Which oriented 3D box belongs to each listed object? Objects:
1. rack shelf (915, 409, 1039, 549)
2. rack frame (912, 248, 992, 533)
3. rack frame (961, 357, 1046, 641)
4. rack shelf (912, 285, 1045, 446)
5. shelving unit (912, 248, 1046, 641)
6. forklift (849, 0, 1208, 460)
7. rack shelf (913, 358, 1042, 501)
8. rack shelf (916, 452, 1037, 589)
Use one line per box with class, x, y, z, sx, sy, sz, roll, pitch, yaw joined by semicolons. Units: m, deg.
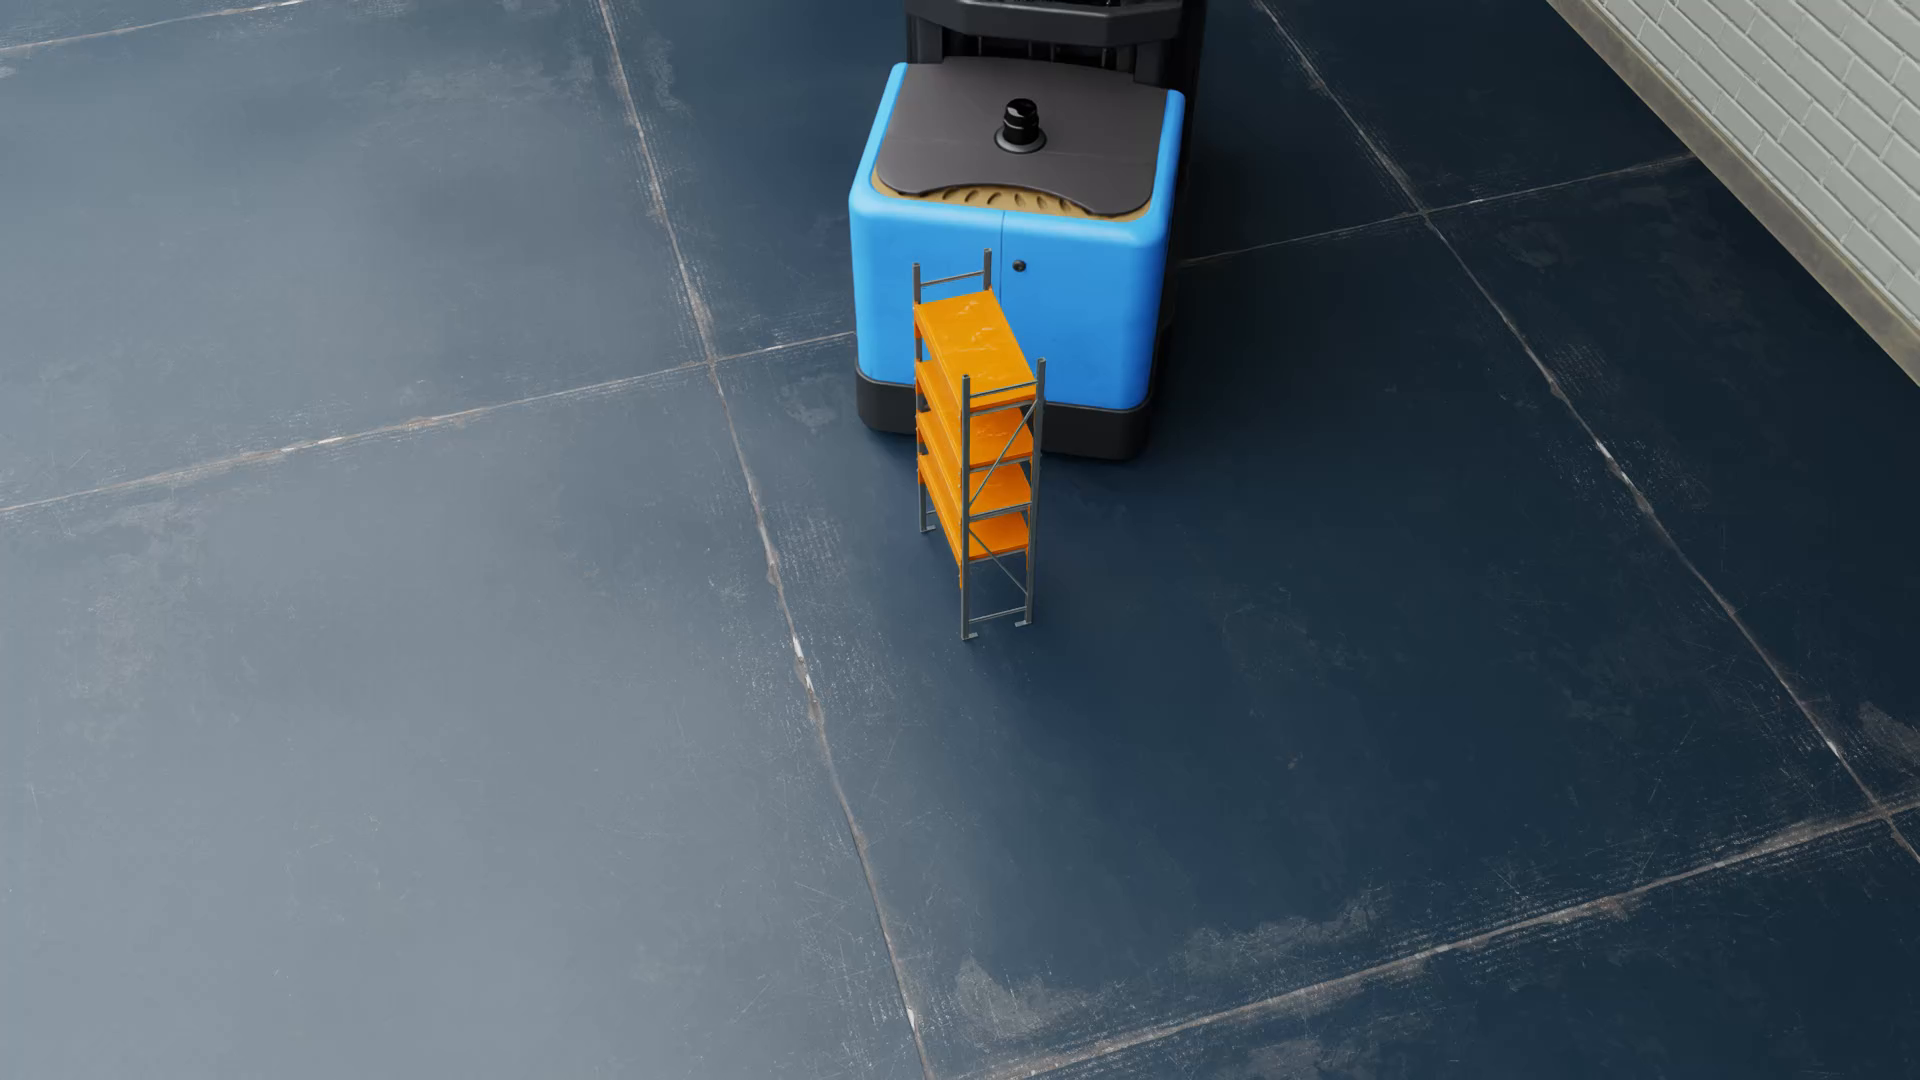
rack shelf;0.049;-0.222;5.241;0.258;0.148;0.480;-13;51;-11
rack frame;-0.023;-0.444;5.340;0.240;1.200;0.015;-13;51;-11
rack frame;0.121;-0.088;5.039;0.240;1.200;0.015;-13;51;-11
rack shelf;0.049;-0.519;4.889;0.258;0.148;0.480;-13;51;-11
shelving unit;0.049;-0.266;5.189;0.258;1.200;0.503;-13;51;-11
forklift;0.385;-2.378;5.838;1.130;2.935;3.031;7;50;6
rack shelf;0.049;-0.367;5.070;0.258;0.148;0.480;-13;51;-11
rack shelf;0.049;-0.094;5.393;0.258;0.148;0.480;-13;51;-11
